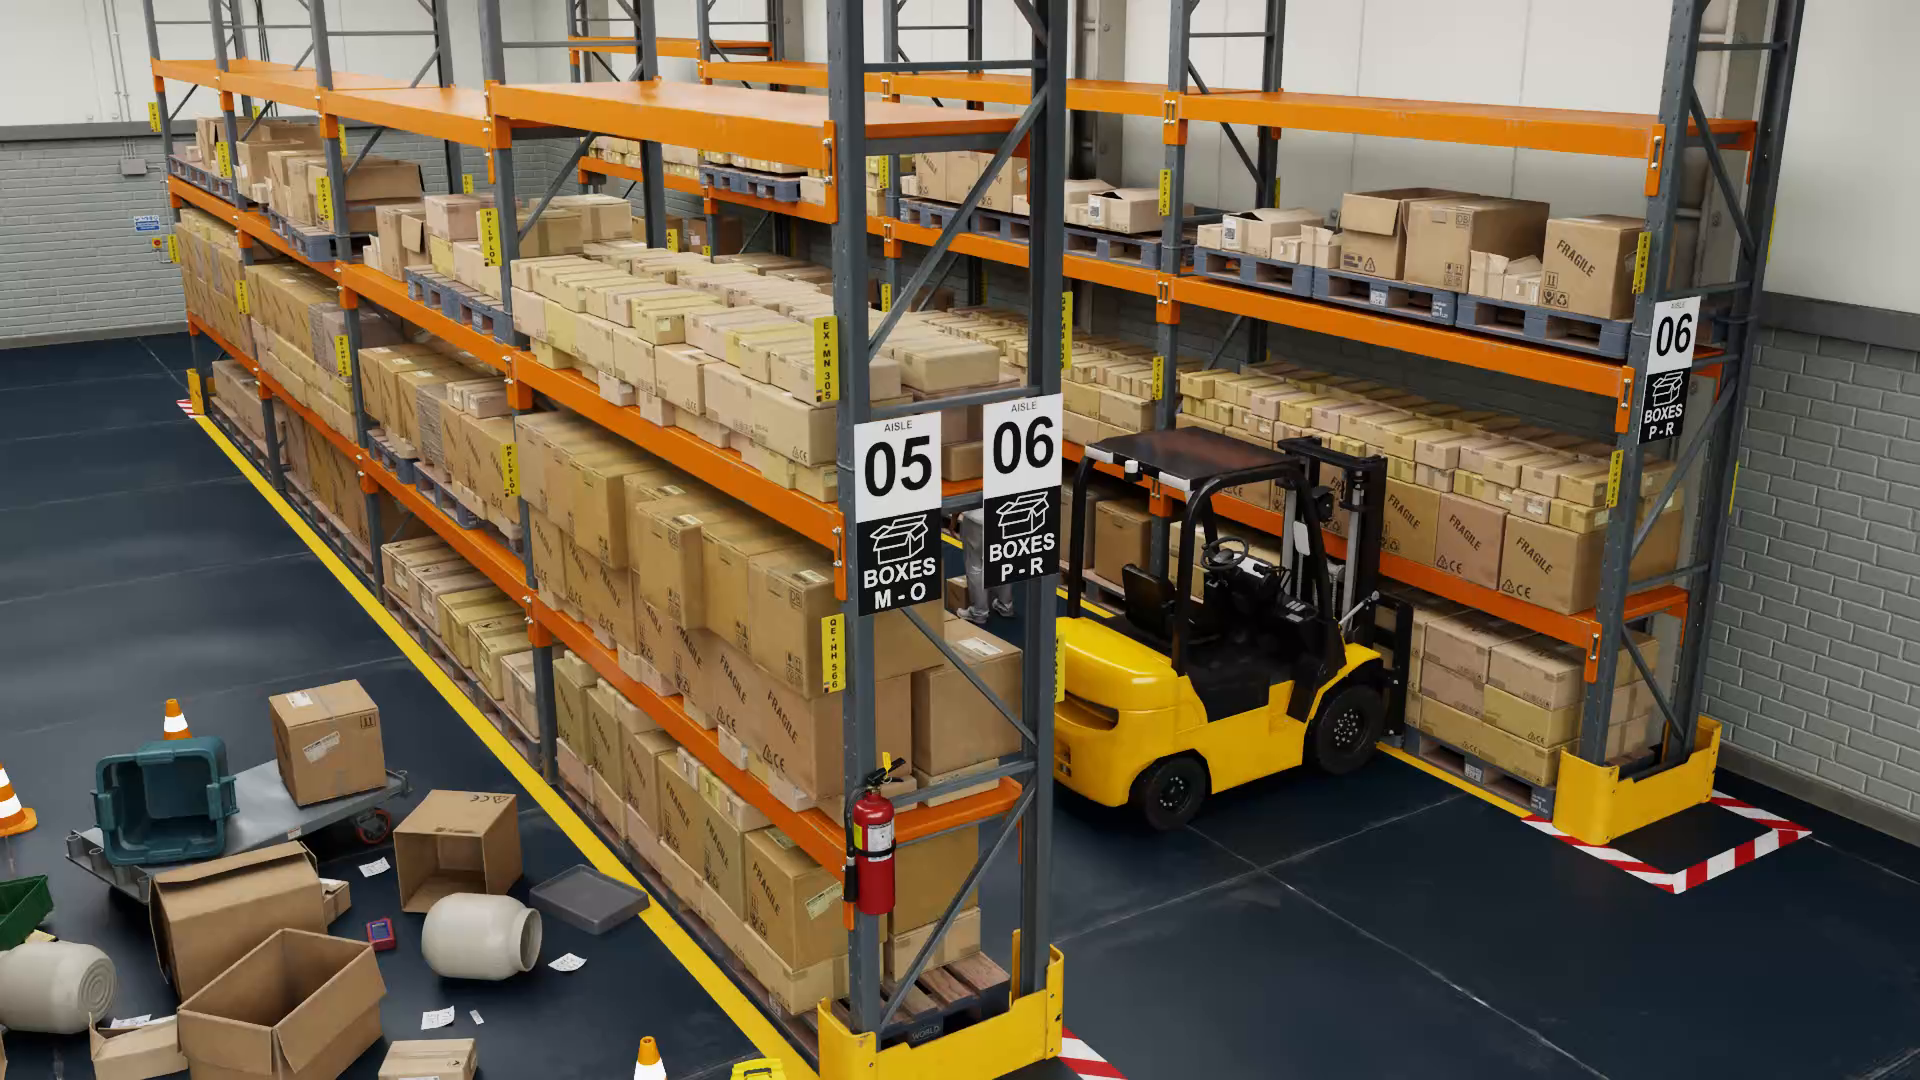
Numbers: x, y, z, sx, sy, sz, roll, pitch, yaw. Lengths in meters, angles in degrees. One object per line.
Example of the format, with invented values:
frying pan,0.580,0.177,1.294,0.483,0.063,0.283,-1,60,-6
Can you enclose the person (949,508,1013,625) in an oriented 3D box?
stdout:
person,0.192,-0.213,13.181,0.637,1.761,0.460,-12,22,-33
